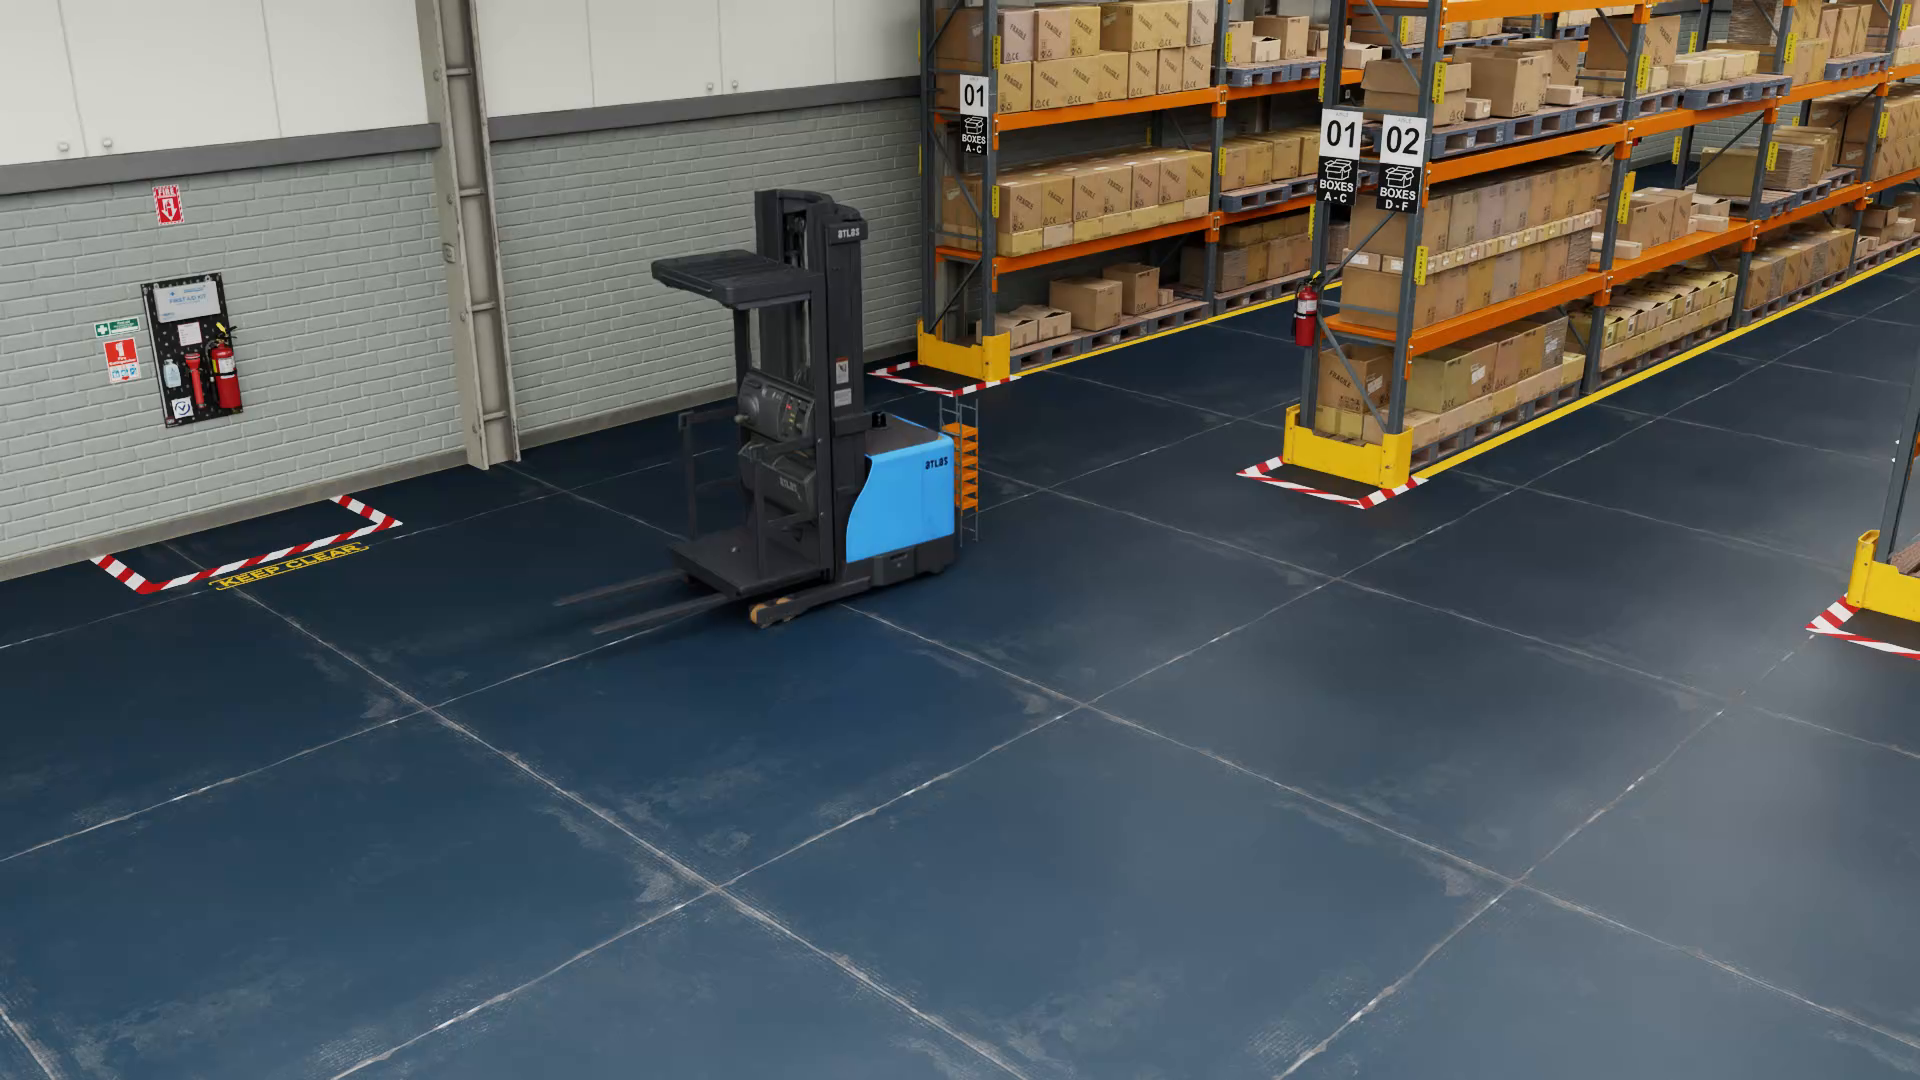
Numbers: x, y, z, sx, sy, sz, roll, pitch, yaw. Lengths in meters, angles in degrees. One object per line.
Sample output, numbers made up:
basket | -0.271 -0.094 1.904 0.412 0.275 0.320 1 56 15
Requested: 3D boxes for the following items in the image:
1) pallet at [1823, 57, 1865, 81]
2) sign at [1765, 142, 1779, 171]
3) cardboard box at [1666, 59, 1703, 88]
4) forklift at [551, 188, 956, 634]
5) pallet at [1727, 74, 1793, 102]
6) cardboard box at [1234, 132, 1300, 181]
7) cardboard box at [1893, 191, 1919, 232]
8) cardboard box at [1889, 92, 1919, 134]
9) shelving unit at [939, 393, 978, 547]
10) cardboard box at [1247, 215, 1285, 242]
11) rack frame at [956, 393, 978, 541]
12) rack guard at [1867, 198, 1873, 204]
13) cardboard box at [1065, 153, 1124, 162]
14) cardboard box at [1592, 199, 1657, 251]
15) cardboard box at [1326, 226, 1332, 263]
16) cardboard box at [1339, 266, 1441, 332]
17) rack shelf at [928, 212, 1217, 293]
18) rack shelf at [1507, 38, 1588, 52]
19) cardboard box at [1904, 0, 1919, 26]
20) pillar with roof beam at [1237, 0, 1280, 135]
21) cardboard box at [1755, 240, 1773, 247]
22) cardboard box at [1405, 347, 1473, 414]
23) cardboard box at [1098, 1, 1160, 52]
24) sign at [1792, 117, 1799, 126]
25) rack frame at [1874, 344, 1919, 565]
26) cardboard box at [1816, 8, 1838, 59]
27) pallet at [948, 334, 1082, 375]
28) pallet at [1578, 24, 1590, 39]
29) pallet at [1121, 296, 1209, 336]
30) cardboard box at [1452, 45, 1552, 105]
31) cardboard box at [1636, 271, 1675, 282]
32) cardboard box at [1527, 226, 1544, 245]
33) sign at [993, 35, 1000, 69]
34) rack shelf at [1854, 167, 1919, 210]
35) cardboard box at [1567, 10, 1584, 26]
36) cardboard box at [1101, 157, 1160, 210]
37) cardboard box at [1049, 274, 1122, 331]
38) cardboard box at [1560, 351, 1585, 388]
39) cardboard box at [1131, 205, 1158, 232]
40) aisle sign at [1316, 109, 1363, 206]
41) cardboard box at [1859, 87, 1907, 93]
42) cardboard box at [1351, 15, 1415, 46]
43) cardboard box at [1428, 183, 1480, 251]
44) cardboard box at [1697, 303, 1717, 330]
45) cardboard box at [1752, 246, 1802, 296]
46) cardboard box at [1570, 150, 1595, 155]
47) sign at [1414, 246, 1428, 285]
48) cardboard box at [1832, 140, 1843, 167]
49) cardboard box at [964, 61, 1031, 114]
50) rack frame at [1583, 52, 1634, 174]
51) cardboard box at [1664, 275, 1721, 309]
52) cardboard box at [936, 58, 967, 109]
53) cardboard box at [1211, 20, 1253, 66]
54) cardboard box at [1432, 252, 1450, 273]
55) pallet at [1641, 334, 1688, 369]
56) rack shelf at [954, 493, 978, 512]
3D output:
pallet | 10.677 -6.017 21.129 1.213 0.211 1.003 19 28 41
sign | 9.513 -4.496 19.477 0.100 0.325 0.005 19 28 41
cardboard box | 7.700 -5.068 18.021 0.500 0.250 0.500 16 26 36
forklift | -1.502 -0.952 11.967 3.031 2.935 1.130 -16 26 -35
pallet | 8.703 -5.209 19.028 1.003 0.211 1.213 -19 28 -40
cardboard box | 3.982 -4.997 21.643 0.500 0.500 0.700 -16 26 -35
cardboard box | 14.491 -4.987 25.240 0.500 0.500 0.500 19 28 41
cardboard box | 13.512 -6.084 23.689 0.500 0.500 0.500 -19 28 -40
shelving unit | -0.010 -0.556 13.350 0.258 1.200 0.189 19 28 41
cardboard box | 3.937 -4.135 21.977 0.500 0.250 0.500 18 28 39
rack frame | 0.054 -0.580 13.411 0.240 1.200 0.006 19 28 41
rack guard | 14.641 -4.964 25.792 1.175 0.500 0.348 19 28 41
cardboard box | 1.578 -4.266 19.629 0.500 0.500 0.500 -19 28 -41
cardboard box | 7.237 -3.441 18.206 0.500 0.500 0.500 -18 27 -38
cardboard box | 4.653 -4.070 22.853 0.700 0.500 0.500 19 28 41
cardboard box | 3.867 -2.201 14.980 0.700 0.500 0.500 19 28 41
rack shelf | 1.375 -3.454 19.384 1.077 0.370 4.000 19 28 41
rack shelf | 9.747 -7.939 26.871 1.077 0.370 4.000 19 28 41
cardboard box | 12.665 -7.263 22.576 0.700 0.500 0.500 19 28 41
pillar with roof beam | 7.119 -6.938 19.081 9.100 9.000 0.400 19 28 41
cardboard box | 10.320 -3.701 21.893 0.500 0.500 0.500 18 27 39
cardboard box | 4.413 -1.511 15.527 0.500 0.500 0.500 19 28 41
cardboard box | 1.884 -5.750 18.612 0.500 0.500 0.500 18 27 39
sign | 11.509 -5.660 22.912 0.100 0.325 0.005 19 28 41
rack frame | 7.078 -0.796 11.466 1.000 3.000 0.127 19 28 41
cardboard box | 10.571 -6.357 20.887 0.600 0.600 0.600 18 27 39
pallet | 0.625 -2.194 18.988 1.003 0.211 1.213 19 28 41
pallet | 9.781 -8.239 26.772 1.003 0.211 1.213 19 28 41
pallet | 2.327 -2.821 20.620 1.003 0.211 1.213 19 28 41
cardboard box | 5.083 -4.383 15.693 0.637 0.503 0.797 -16 26 -36
cardboard box | 8.177 -3.070 19.846 0.500 0.311 0.500 18 28 39
cardboard box | 5.399 -2.965 16.065 0.250 0.149 0.380 -19 28 -41
sign | 0.369 -4.948 16.869 0.100 0.325 0.005 19 28 41
rack shelf | 13.298 -5.300 24.186 1.077 0.370 4.000 19 28 41
cardboard box | 9.388 -8.173 25.960 0.500 0.250 0.500 18 28 40
cardboard box | 1.959 -4.138 19.296 0.500 0.500 0.500 18 28 39
cardboard box | 1.473 -2.793 19.530 0.700 0.500 0.500 17 27 37
cardboard box | 6.155 -1.804 17.334 0.500 0.250 0.500 19 28 41
cardboard box | 1.964 -3.787 19.427 0.500 0.250 0.500 19 28 40
aisle sign | 3.276 -3.307 14.375 0.394 0.787 0.004 19 28 41
cardboard box | 13.483 -6.352 24.386 0.500 0.500 0.500 -20 29 -41
cardboard box | 5.852 -7.121 22.988 0.700 0.500 0.500 17 27 37
cardboard box | 4.267 -2.956 15.138 0.700 0.500 0.500 18 28 39
cardboard box | 8.563 -2.676 19.604 0.500 0.250 0.500 19 28 40
cardboard box | 10.350 -3.441 21.218 0.500 0.500 0.500 19 28 40
cardboard box | 10.669 -6.598 28.555 0.380 0.149 0.250 20 28 41
sign | 3.925 -2.338 14.159 0.100 0.325 0.005 19 28 41
cardboard box | 12.068 -5.361 23.203 0.500 0.500 0.500 -20 28 -41
cardboard box | 0.393 -4.756 17.418 0.500 0.500 0.500 -19 28 -41
rack frame | 11.142 -7.389 28.617 1.000 3.000 0.127 19 28 41
cardboard box | 8.566 -2.936 19.499 0.500 0.311 0.500 19 28 40
cardboard box | 0.090 -4.903 17.801 0.500 0.500 0.500 -18 27 -38
cardboard box | 3.209 -6.068 20.274 0.500 0.500 0.500 -15 26 -35
cardboard box | 4.142 -2.502 14.860 0.380 0.149 0.250 18 28 39
pallet | 7.660 -2.278 19.207 1.003 0.211 1.213 19 28 41
rack shelf | -0.010 -0.291 13.452 0.258 0.103 0.180 19 28 41
